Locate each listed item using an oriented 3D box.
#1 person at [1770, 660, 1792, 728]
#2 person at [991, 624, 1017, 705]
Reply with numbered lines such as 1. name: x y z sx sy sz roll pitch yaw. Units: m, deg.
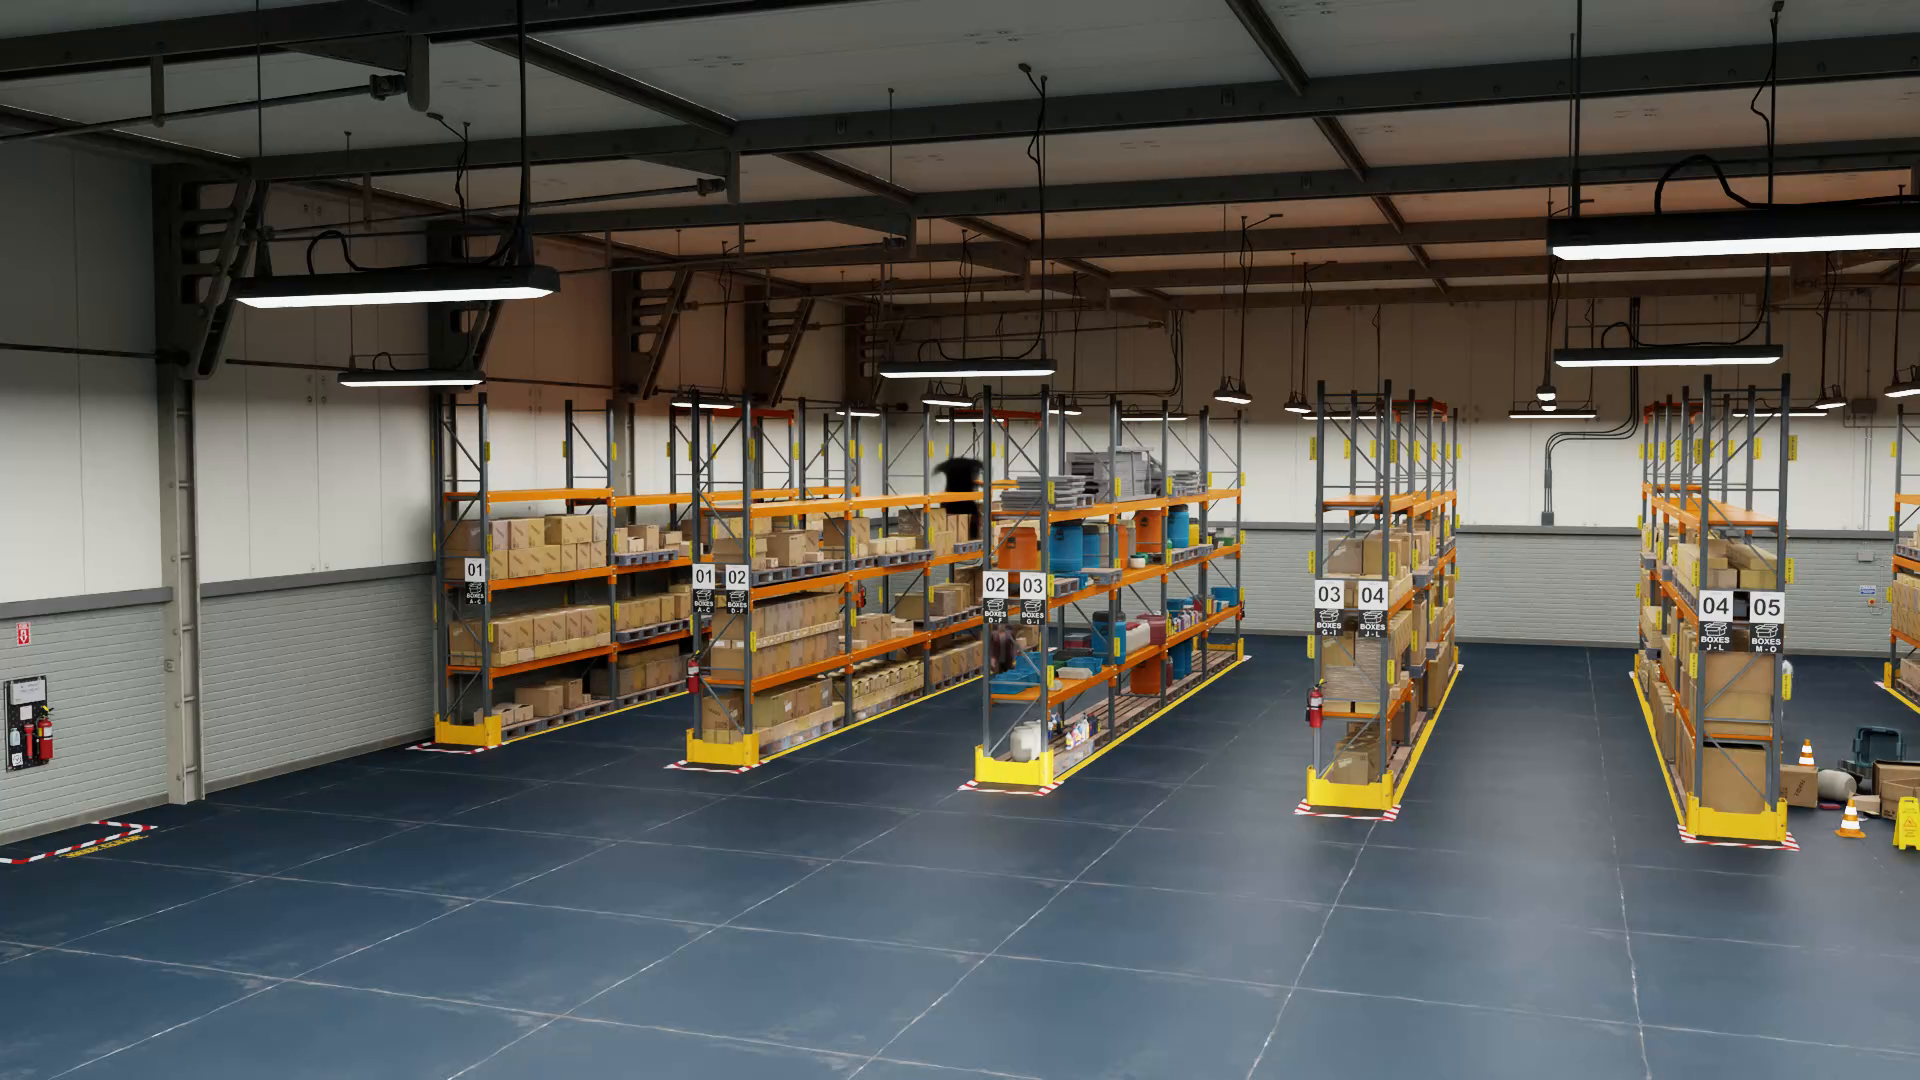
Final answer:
1. person: 14.681 2.672 30.027 0.642 1.491 0.782 0 3 4
2. person: 0.813 2.392 33.021 0.729 1.722 0.784 -1 3 -11
